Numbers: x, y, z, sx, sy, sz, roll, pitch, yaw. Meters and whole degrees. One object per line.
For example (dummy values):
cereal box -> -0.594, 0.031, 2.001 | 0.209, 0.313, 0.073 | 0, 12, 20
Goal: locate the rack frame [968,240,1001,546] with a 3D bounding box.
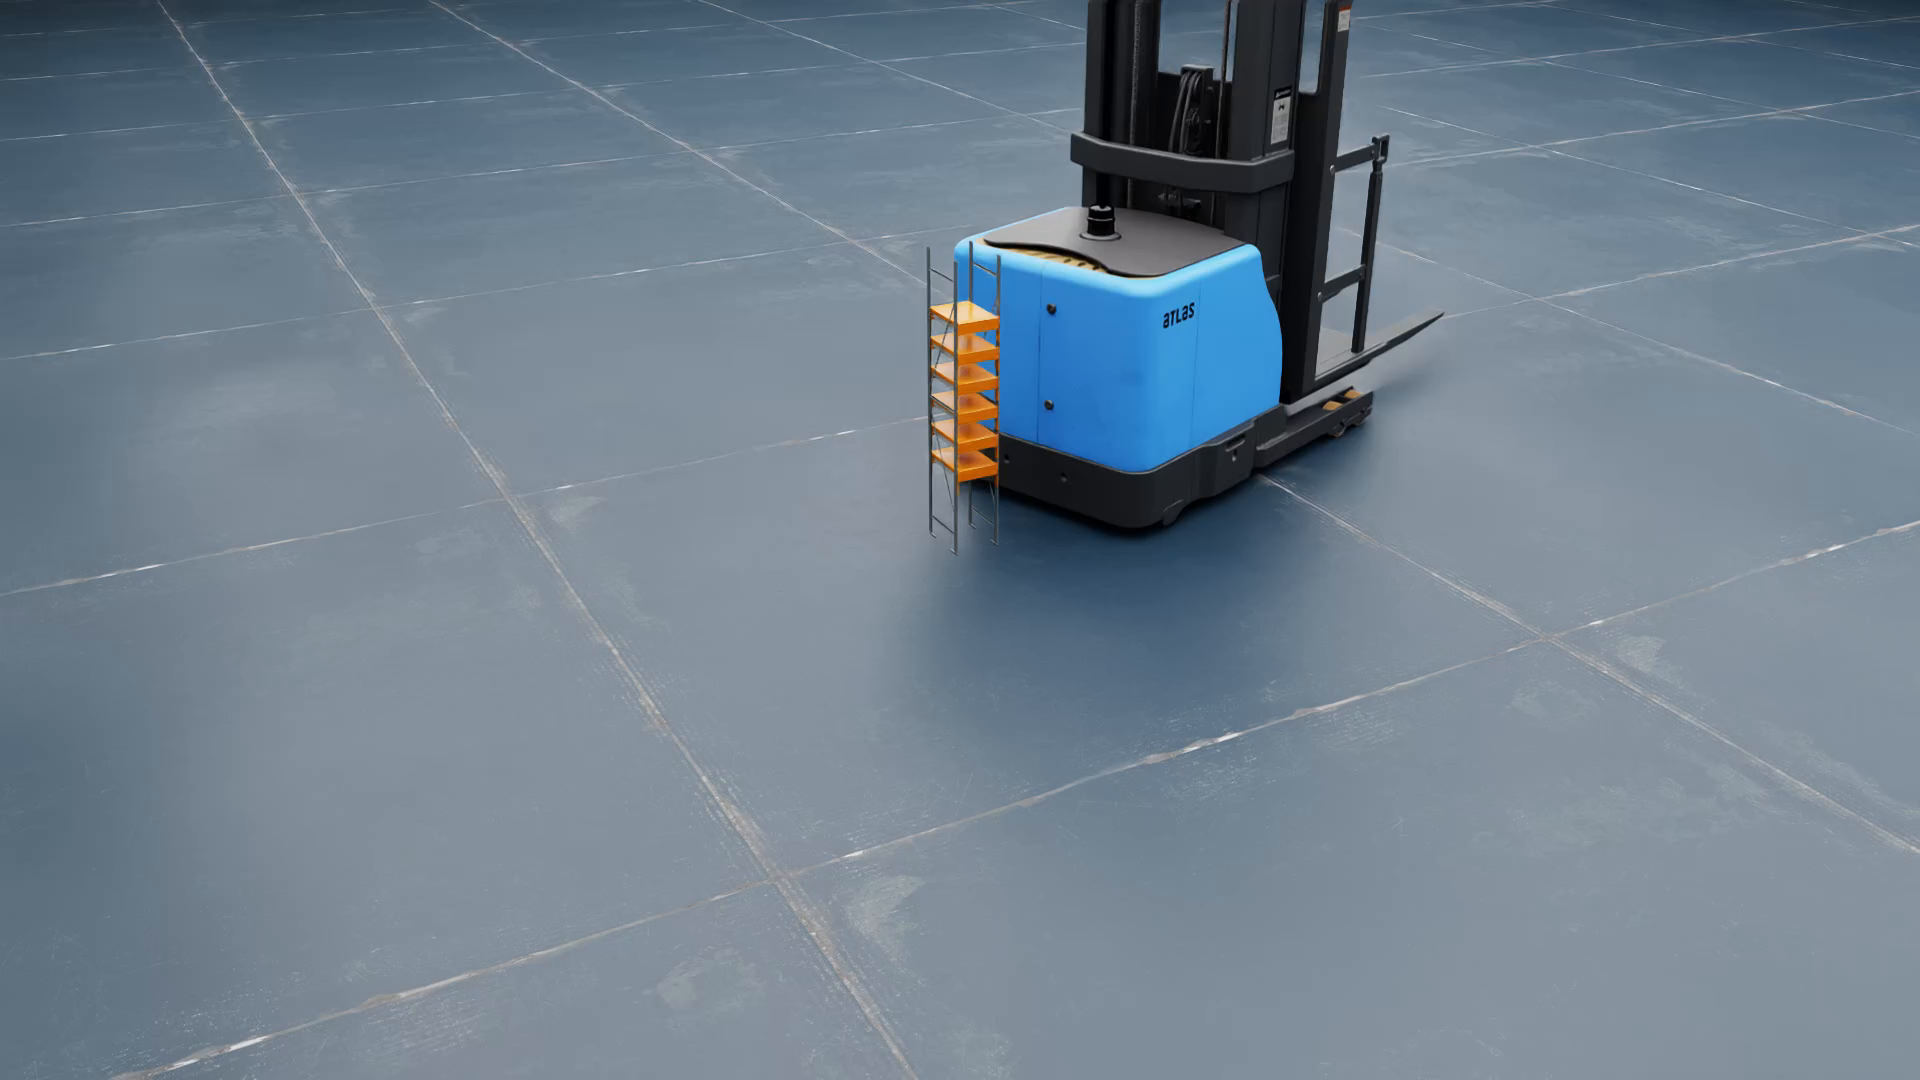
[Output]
rack frame -> 0.093, -0.562, 6.535 | 0.006, 1.200, 0.240 | -13, 29, -25

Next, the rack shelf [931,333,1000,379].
rack shelf -> 0.013, -0.720, 6.412 | 0.180, 0.103, 0.258 | -13, 29, -25

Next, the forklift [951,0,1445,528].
forklift -> 1.305, -1.927, 7.378 | 1.130, 2.935, 3.031 | 21, 32, 36

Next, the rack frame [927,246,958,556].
rack frame -> -0.068, -0.525, 6.458 | 0.006, 1.200, 0.240 | -13, 29, -25

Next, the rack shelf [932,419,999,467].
rack shelf -> 0.013, -0.396, 6.568 | 0.180, 0.103, 0.258 | -13, 29, -25

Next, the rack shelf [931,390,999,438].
rack shelf -> 0.013, -0.504, 6.516 | 0.180, 0.103, 0.258 | -13, 29, -25

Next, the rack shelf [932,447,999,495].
rack shelf -> 0.013, -0.287, 6.620 | 0.180, 0.103, 0.258 | -13, 29, -25

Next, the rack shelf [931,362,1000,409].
rack shelf -> 0.013, -0.612, 6.464 | 0.180, 0.103, 0.258 | -13, 29, -25

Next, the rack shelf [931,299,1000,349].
rack shelf -> 0.013, -0.828, 6.360 | 0.180, 0.103, 0.258 | -13, 29, -25

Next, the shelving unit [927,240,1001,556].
shelving unit -> 0.013, -0.544, 6.496 | 0.189, 1.200, 0.258 | -13, 29, -25
